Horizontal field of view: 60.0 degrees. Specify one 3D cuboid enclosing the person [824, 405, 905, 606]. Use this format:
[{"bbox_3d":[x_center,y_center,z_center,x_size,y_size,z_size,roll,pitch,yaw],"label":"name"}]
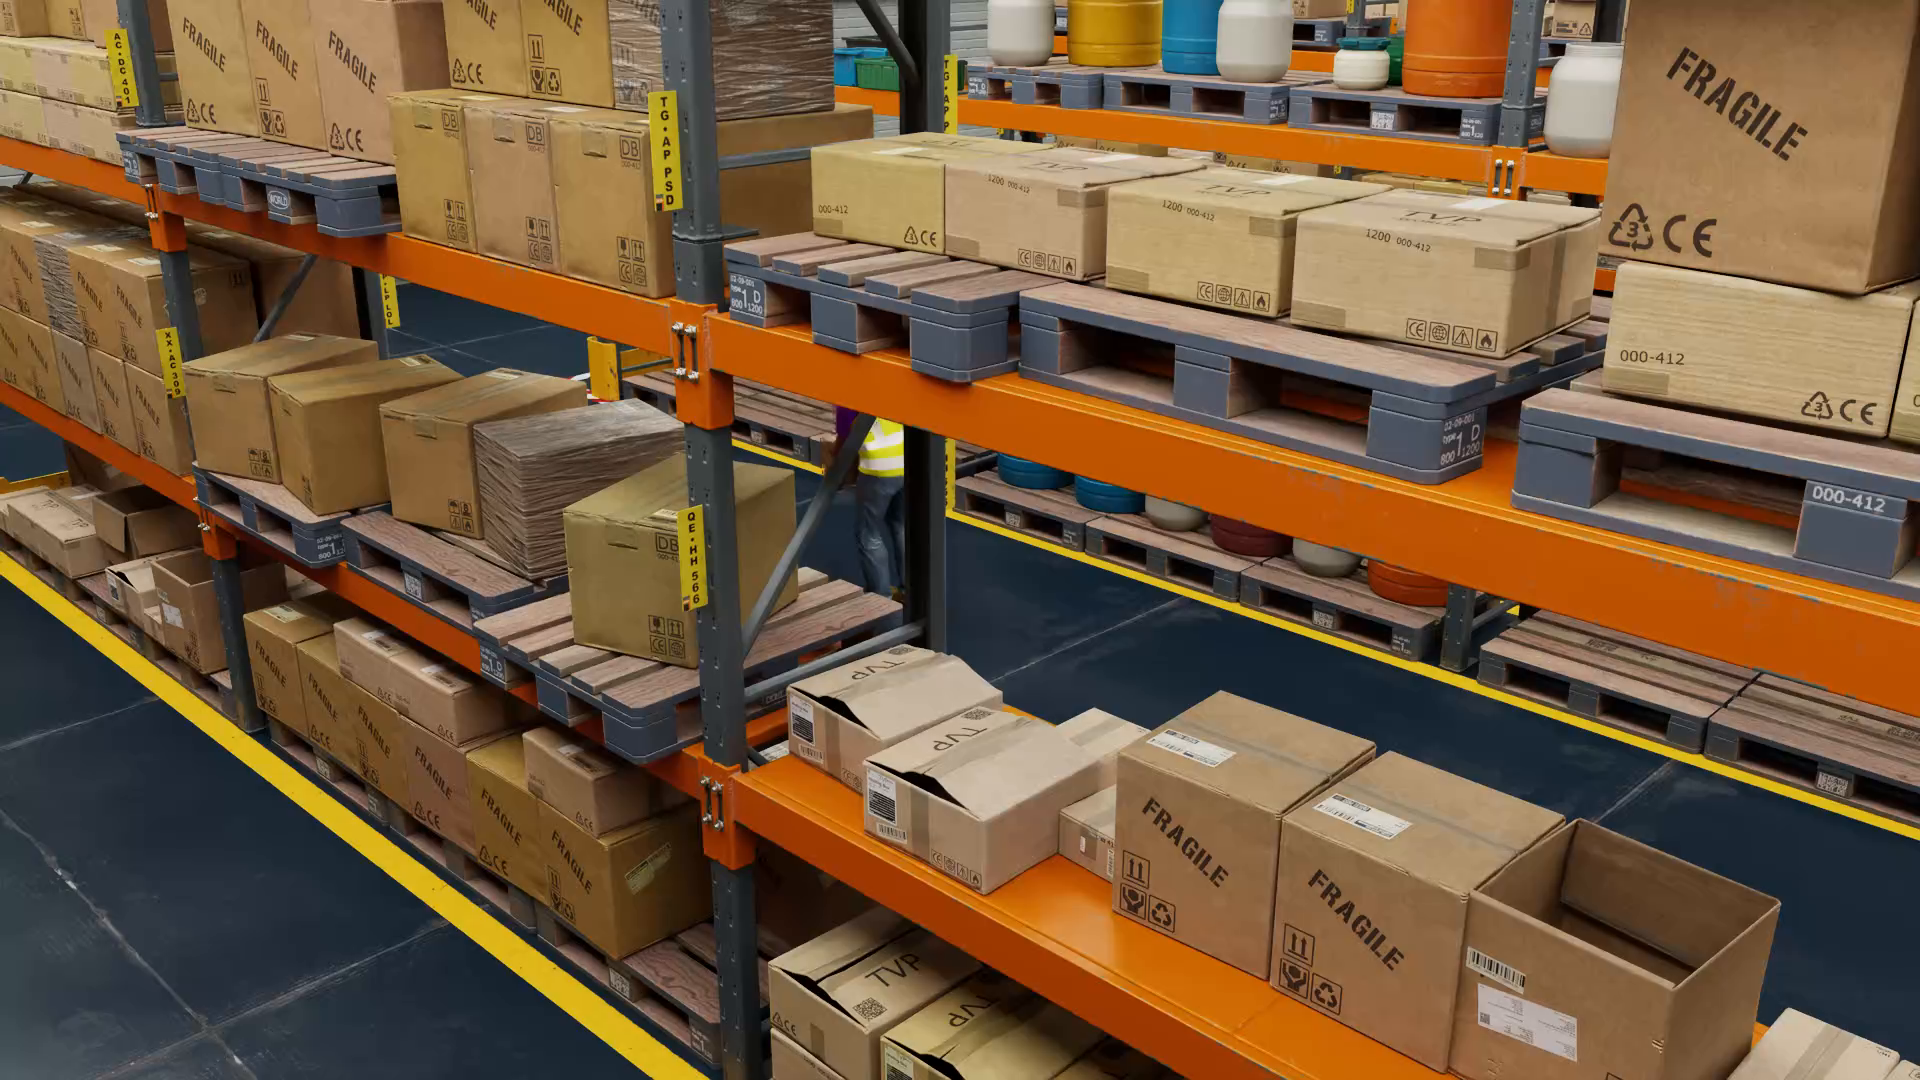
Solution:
[{"bbox_3d":[-0.507,-0.423,9.744,0.612,1.718,0.493,18,27,40],"label":"person"}]
